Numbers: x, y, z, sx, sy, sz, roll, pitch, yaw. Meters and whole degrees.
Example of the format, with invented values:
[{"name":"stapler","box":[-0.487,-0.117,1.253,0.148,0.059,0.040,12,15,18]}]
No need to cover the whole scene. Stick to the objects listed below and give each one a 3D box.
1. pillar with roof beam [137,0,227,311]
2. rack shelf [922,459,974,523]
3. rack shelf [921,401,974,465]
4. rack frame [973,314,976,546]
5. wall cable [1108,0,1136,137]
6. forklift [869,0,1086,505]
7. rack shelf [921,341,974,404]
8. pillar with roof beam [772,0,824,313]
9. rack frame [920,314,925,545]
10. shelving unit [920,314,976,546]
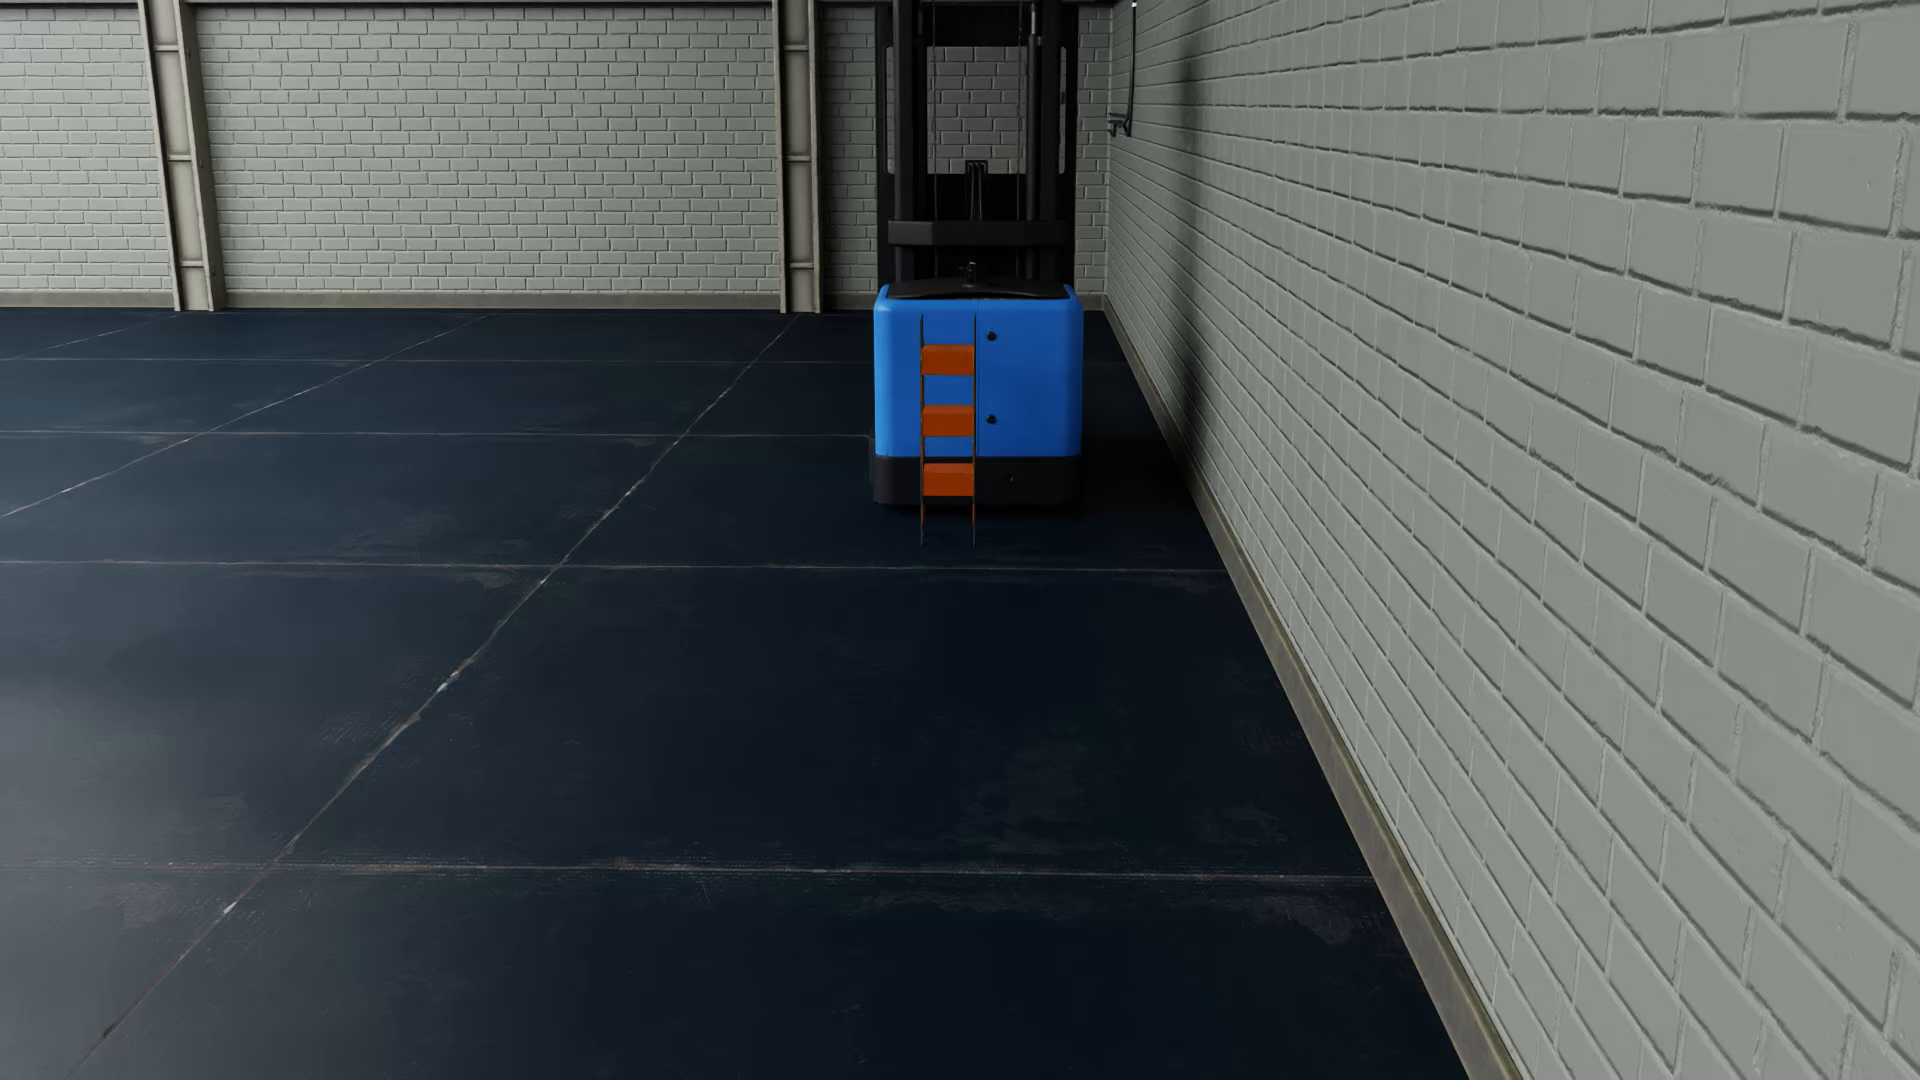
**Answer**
[{"name":"pillar with roof beam","box":[-7.662,-5.553,11.249,0.400,9.000,9.100,0,15,1]},{"name":"rack shelf","box":[-0.053,-0.229,7.781,0.240,0.259,0.215,0,15,1]},{"name":"rack shelf","box":[-0.054,-0.498,7.710,0.240,0.259,0.215,0,15,1]},{"name":"rack frame","box":[0.068,-0.507,7.704,0.008,1.050,0.200,0,15,1]},{"name":"wall cable","box":[1.357,-4.754,14.307,0.112,2.526,3.097,0,15,1]},{"name":"forklift","box":[0.085,-1.907,9.324,1.130,2.935,3.031,0,15,0]},{"name":"rack shelf","box":[-0.054,-0.772,7.638,0.240,0.259,0.215,0,15,1]},{"name":"pillar with roof beam","box":[-1.664,-5.514,11.101,0.400,9.000,9.100,0,15,1]},{"name":"rack frame","box":[-0.175,-0.509,7.710,0.008,1.050,0.200,0,15,1]},{"name":"shelving unit","box":[-0.053,-0.508,7.707,0.252,1.050,0.215,0,15,1]}]
